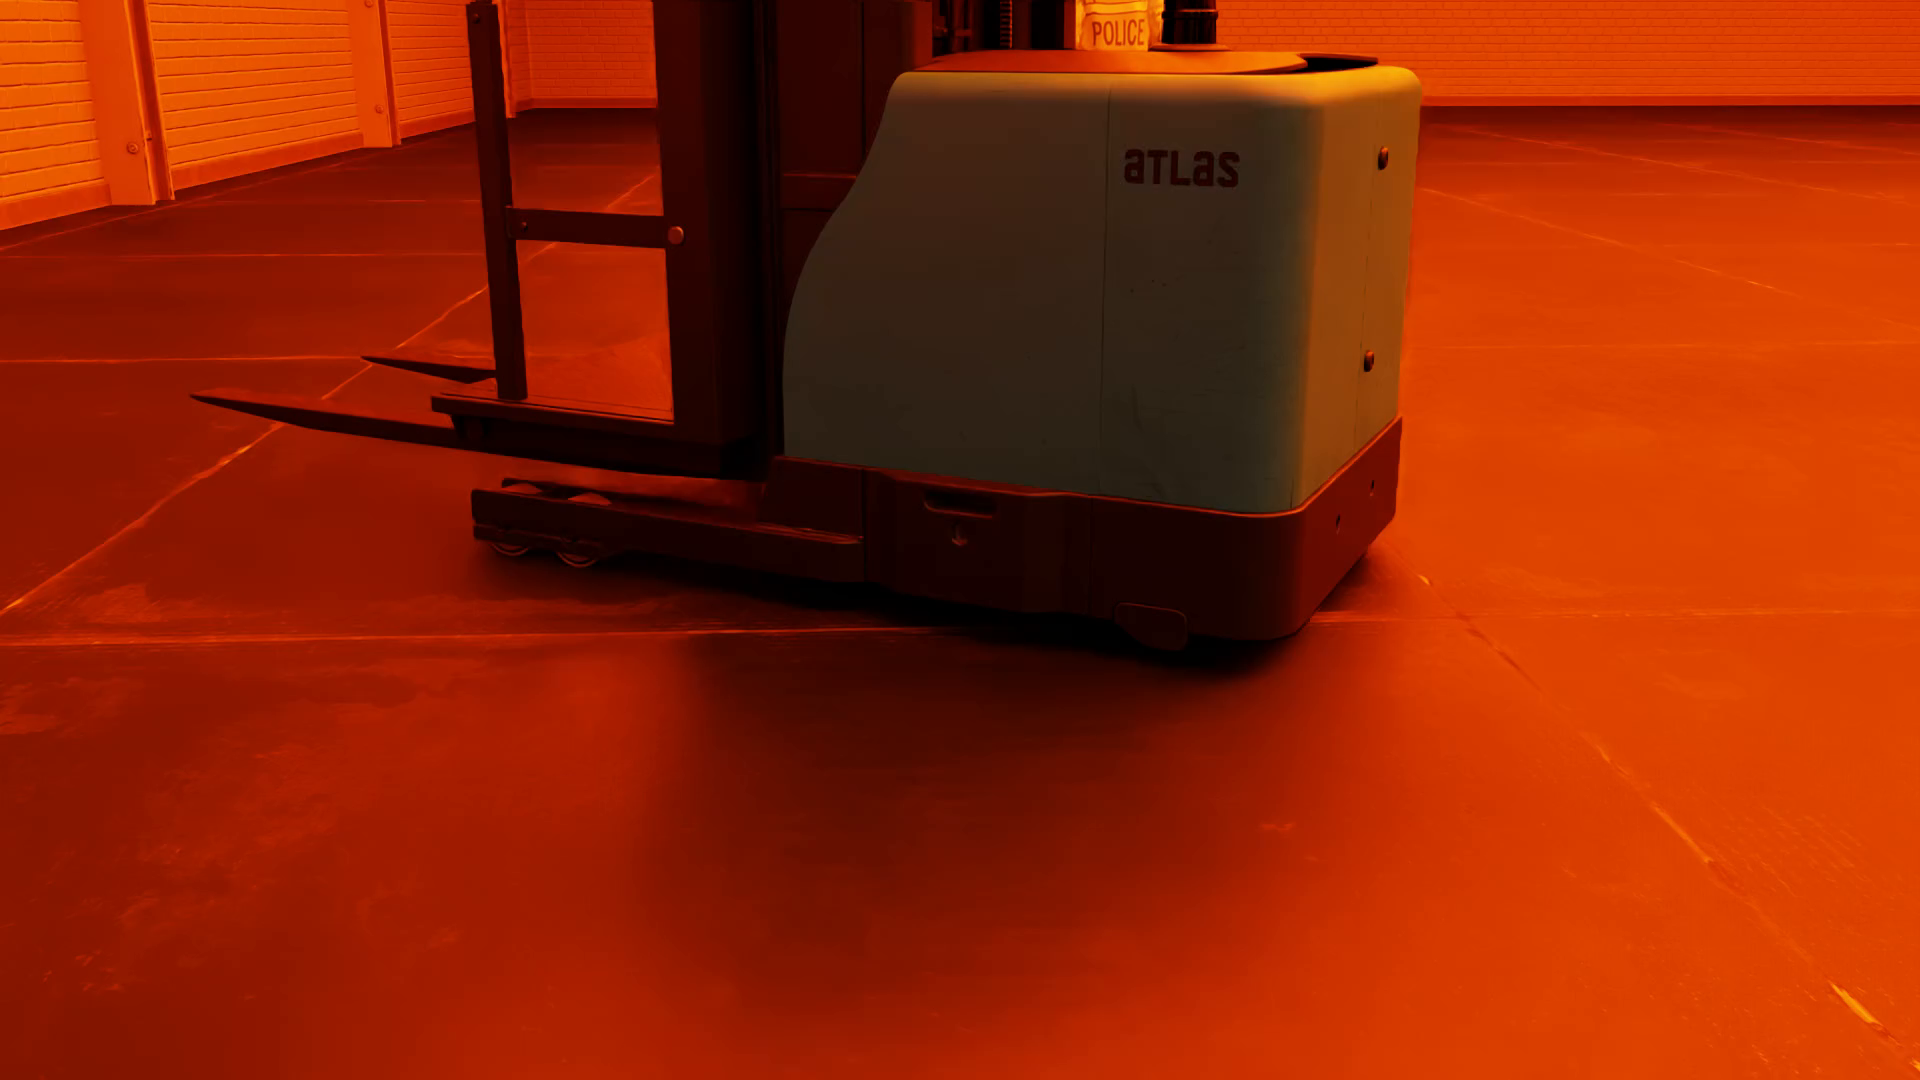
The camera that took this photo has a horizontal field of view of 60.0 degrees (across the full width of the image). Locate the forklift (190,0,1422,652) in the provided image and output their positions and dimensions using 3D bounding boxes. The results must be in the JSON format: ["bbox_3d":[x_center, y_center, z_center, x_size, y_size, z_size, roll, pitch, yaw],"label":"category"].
[{"bbox_3d":[-0.544,-1.468,3.708,3.031,2.935,1.130,8,19,25],"label":"forklift"}]

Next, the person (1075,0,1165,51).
[{"bbox_3d":[0.654,-1.961,7.501,0.567,1.713,0.452,-3,17,-11],"label":"person"}]
